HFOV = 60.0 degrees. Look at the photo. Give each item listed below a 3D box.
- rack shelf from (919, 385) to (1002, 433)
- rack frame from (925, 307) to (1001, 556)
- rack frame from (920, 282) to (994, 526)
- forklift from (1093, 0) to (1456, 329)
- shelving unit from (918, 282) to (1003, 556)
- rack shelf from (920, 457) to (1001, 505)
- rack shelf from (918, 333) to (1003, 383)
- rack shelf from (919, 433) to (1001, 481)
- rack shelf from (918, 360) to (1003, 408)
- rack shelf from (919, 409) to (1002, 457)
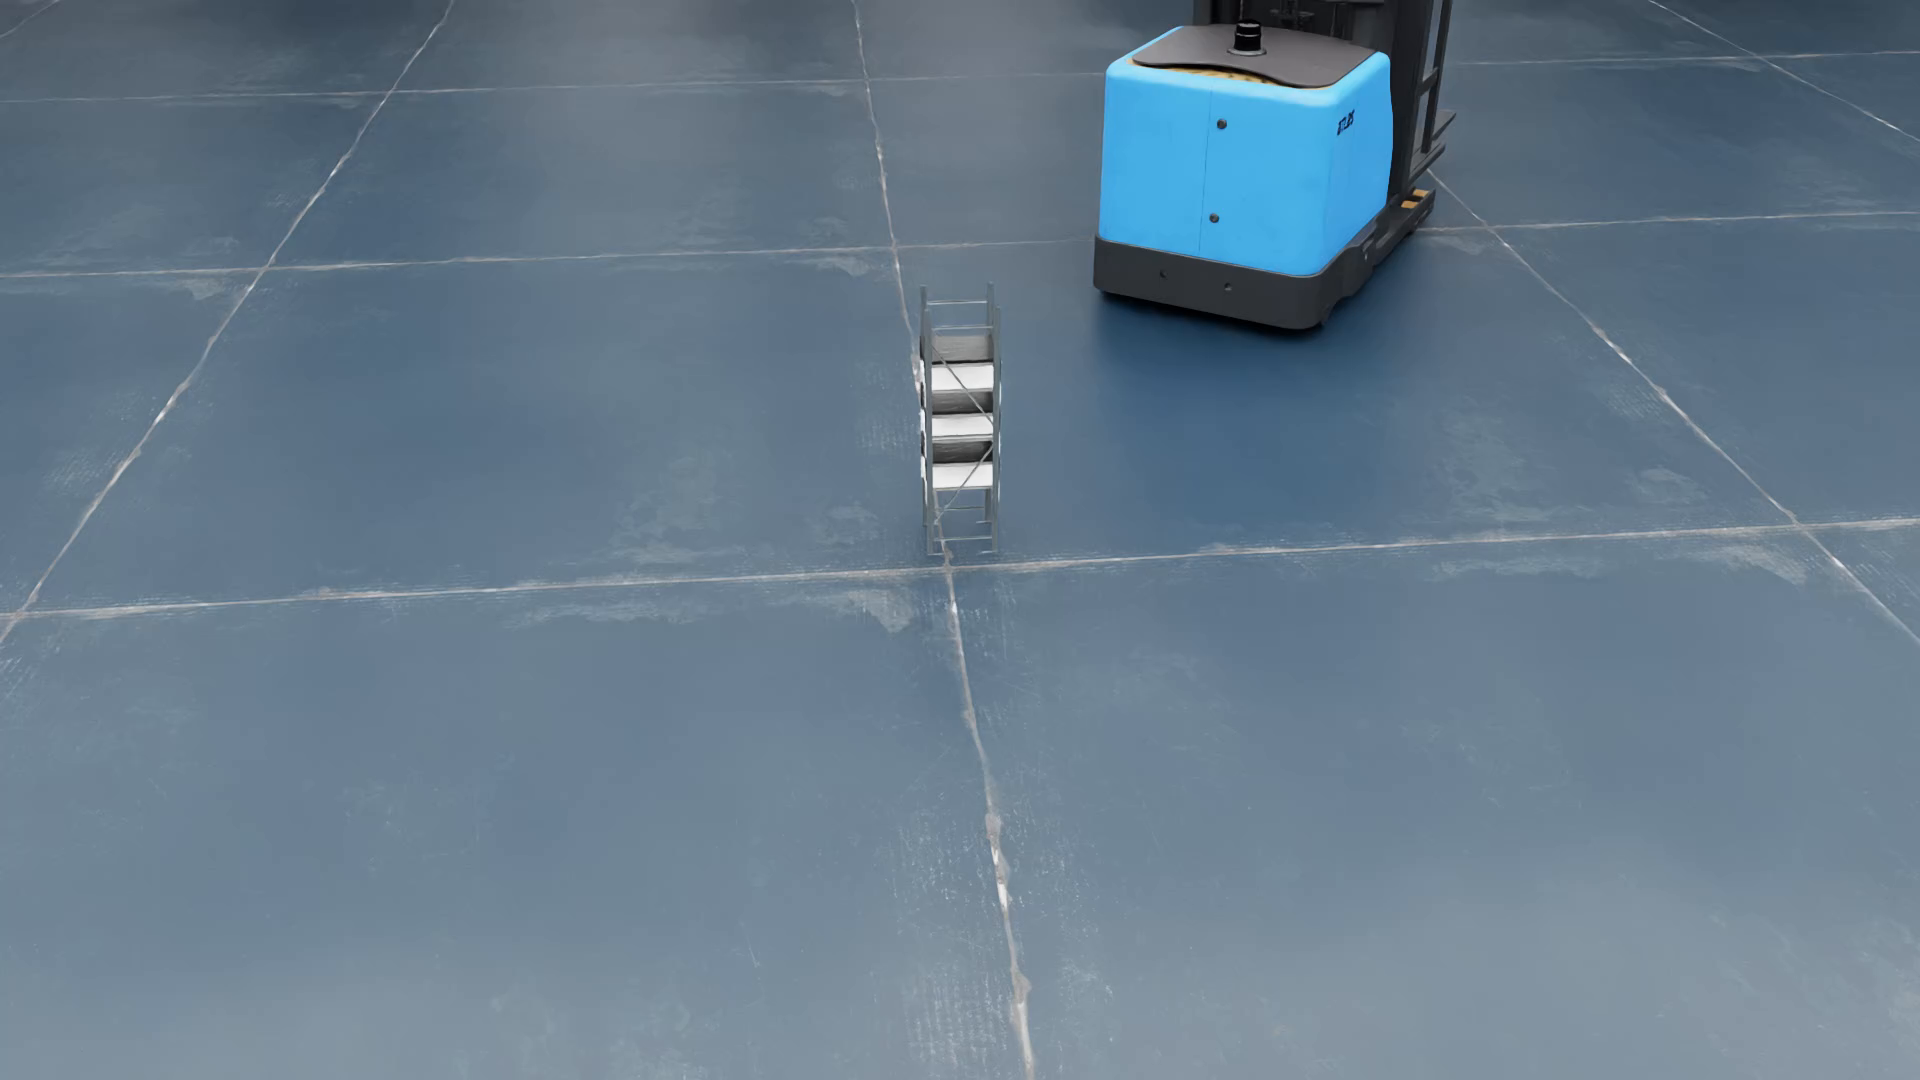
[{"bbox_3d":[-0.001,-0.439,5.497,0.258,0.077,0.200,-3,31,-5],"label":"rack shelf"},{"bbox_3d":[0.009,-0.339,5.439,0.240,0.900,0.006,-3,31,-5],"label":"rack frame"},{"bbox_3d":[-0.010,-0.442,5.613,0.240,0.900,0.006,-3,31,-5],"label":"rack frame"},{"bbox_3d":[1.760,-2.887,7.725,1.130,2.935,3.031,16,34,25],"label":"forklift"},{"bbox_3d":[-0.001,-0.390,5.526,0.258,0.900,0.210,-3,31,-5],"label":"shelving unit"},{"bbox_3d":[-0.001,-0.207,5.636,0.258,0.077,0.200,-3,31,-5],"label":"rack shelf"},{"bbox_3d":[-0.001,-0.594,5.405,0.258,0.077,0.200,-3,31,-5],"label":"rack shelf"},{"bbox_3d":[-0.001,-0.285,5.589,0.258,0.077,0.200,-3,31,-5],"label":"rack shelf"},{"bbox_3d":[-0.001,-0.516,5.451,0.258,0.077,0.200,-3,31,-5],"label":"rack shelf"},{"bbox_3d":[-0.001,-0.362,5.543,0.258,0.077,0.200,-3,31,-5],"label":"rack shelf"}]
